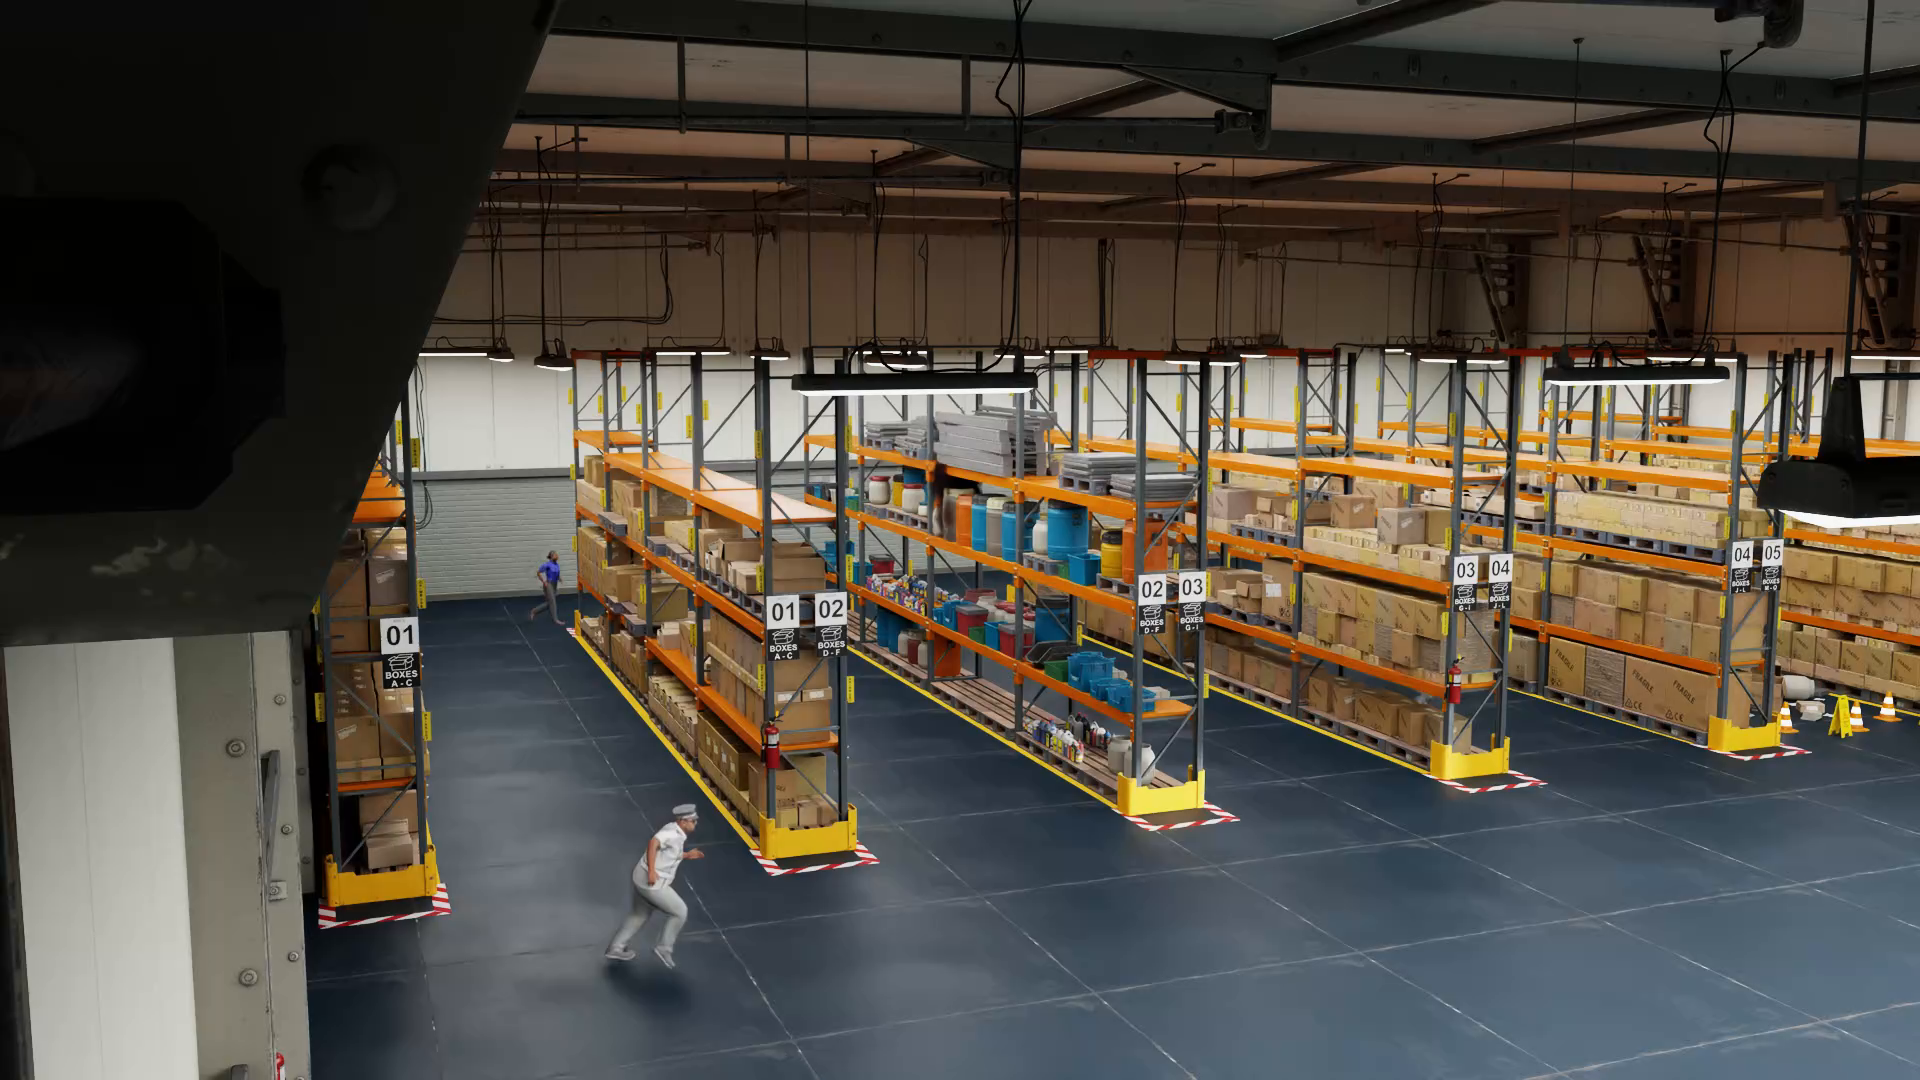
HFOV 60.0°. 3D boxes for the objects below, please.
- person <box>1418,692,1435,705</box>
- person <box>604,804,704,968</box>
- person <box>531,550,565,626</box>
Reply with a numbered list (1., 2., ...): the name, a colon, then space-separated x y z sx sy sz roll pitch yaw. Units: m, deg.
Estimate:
1. person: 8.043 2.108 27.776 0.681 1.534 1.027 -3 8 -23
2. person: -3.052 3.500 16.606 1.004 1.689 0.711 -1 7 -10
3. person: -8.891 1.028 36.138 0.917 1.603 0.623 2 8 19
